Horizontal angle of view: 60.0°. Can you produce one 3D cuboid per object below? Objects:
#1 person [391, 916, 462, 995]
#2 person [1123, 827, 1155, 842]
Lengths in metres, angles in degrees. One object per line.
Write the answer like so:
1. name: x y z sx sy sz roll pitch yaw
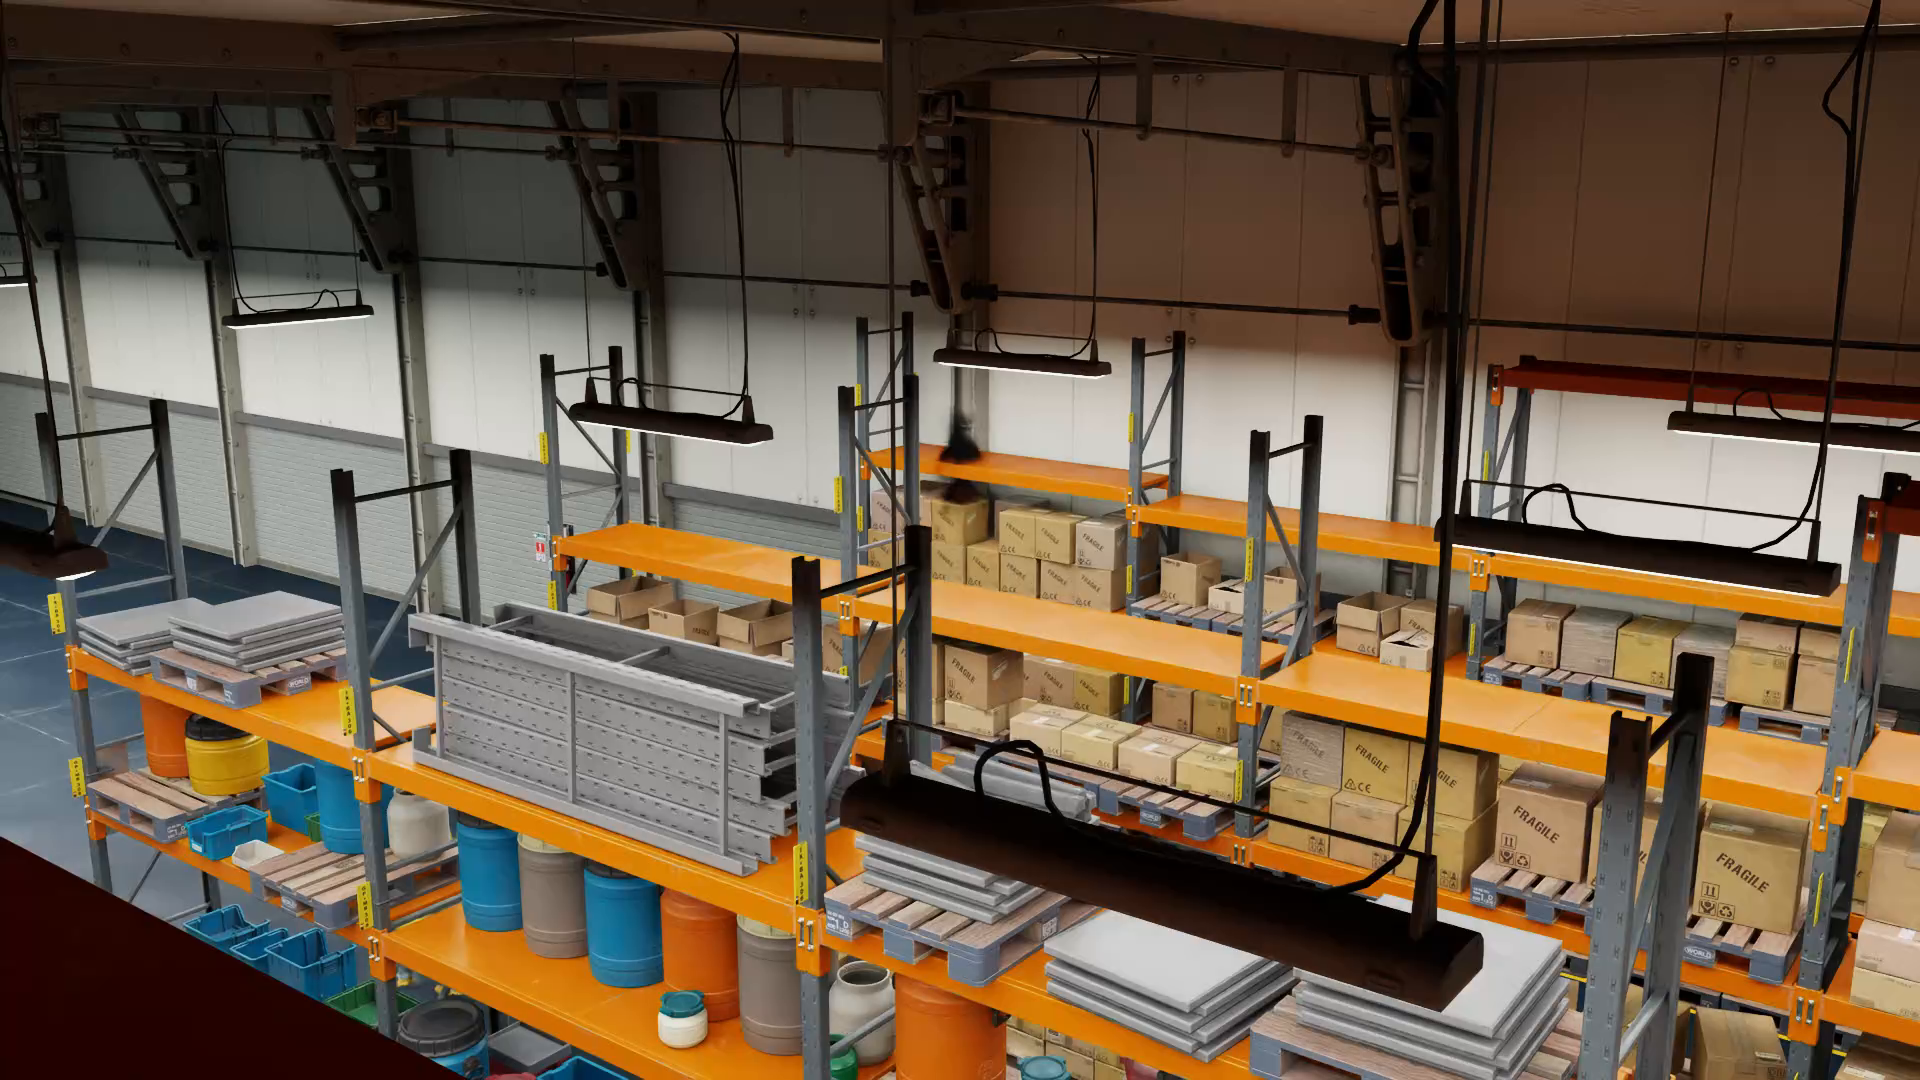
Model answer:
1. person: -5.351 3.648 15.986 1.115 1.559 0.693 3 13 15
2. person: 1.771 3.522 16.440 0.738 1.619 0.550 11 17 40
